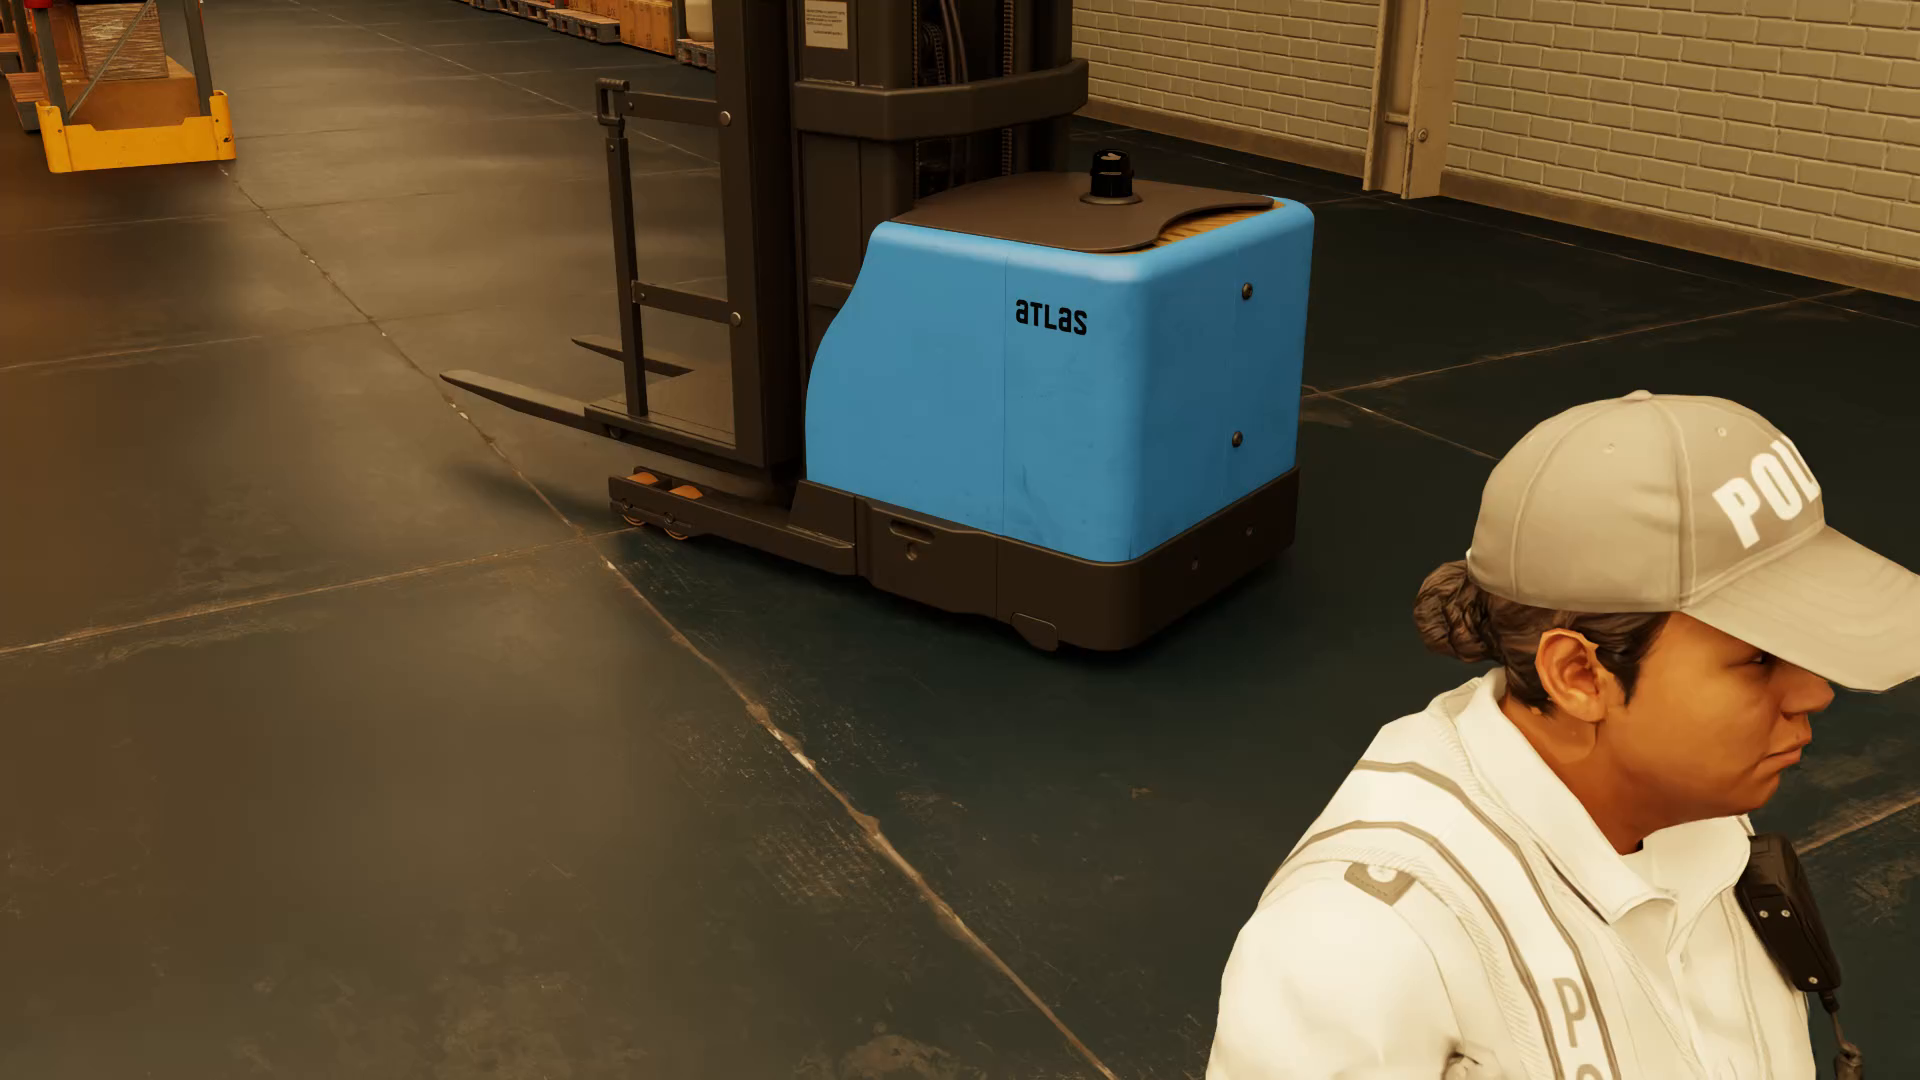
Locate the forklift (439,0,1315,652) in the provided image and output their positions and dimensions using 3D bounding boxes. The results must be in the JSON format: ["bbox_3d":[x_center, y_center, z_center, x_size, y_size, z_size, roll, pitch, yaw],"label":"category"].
[{"bbox_3d":[-0.481,-1.497,4.922,3.031,2.935,1.130,16,27,34],"label":"forklift"}]

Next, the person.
[{"bbox_3d":[0.441,0.723,1.247,0.556,1.700,0.502,-20,29,-39],"label":"person"}]
